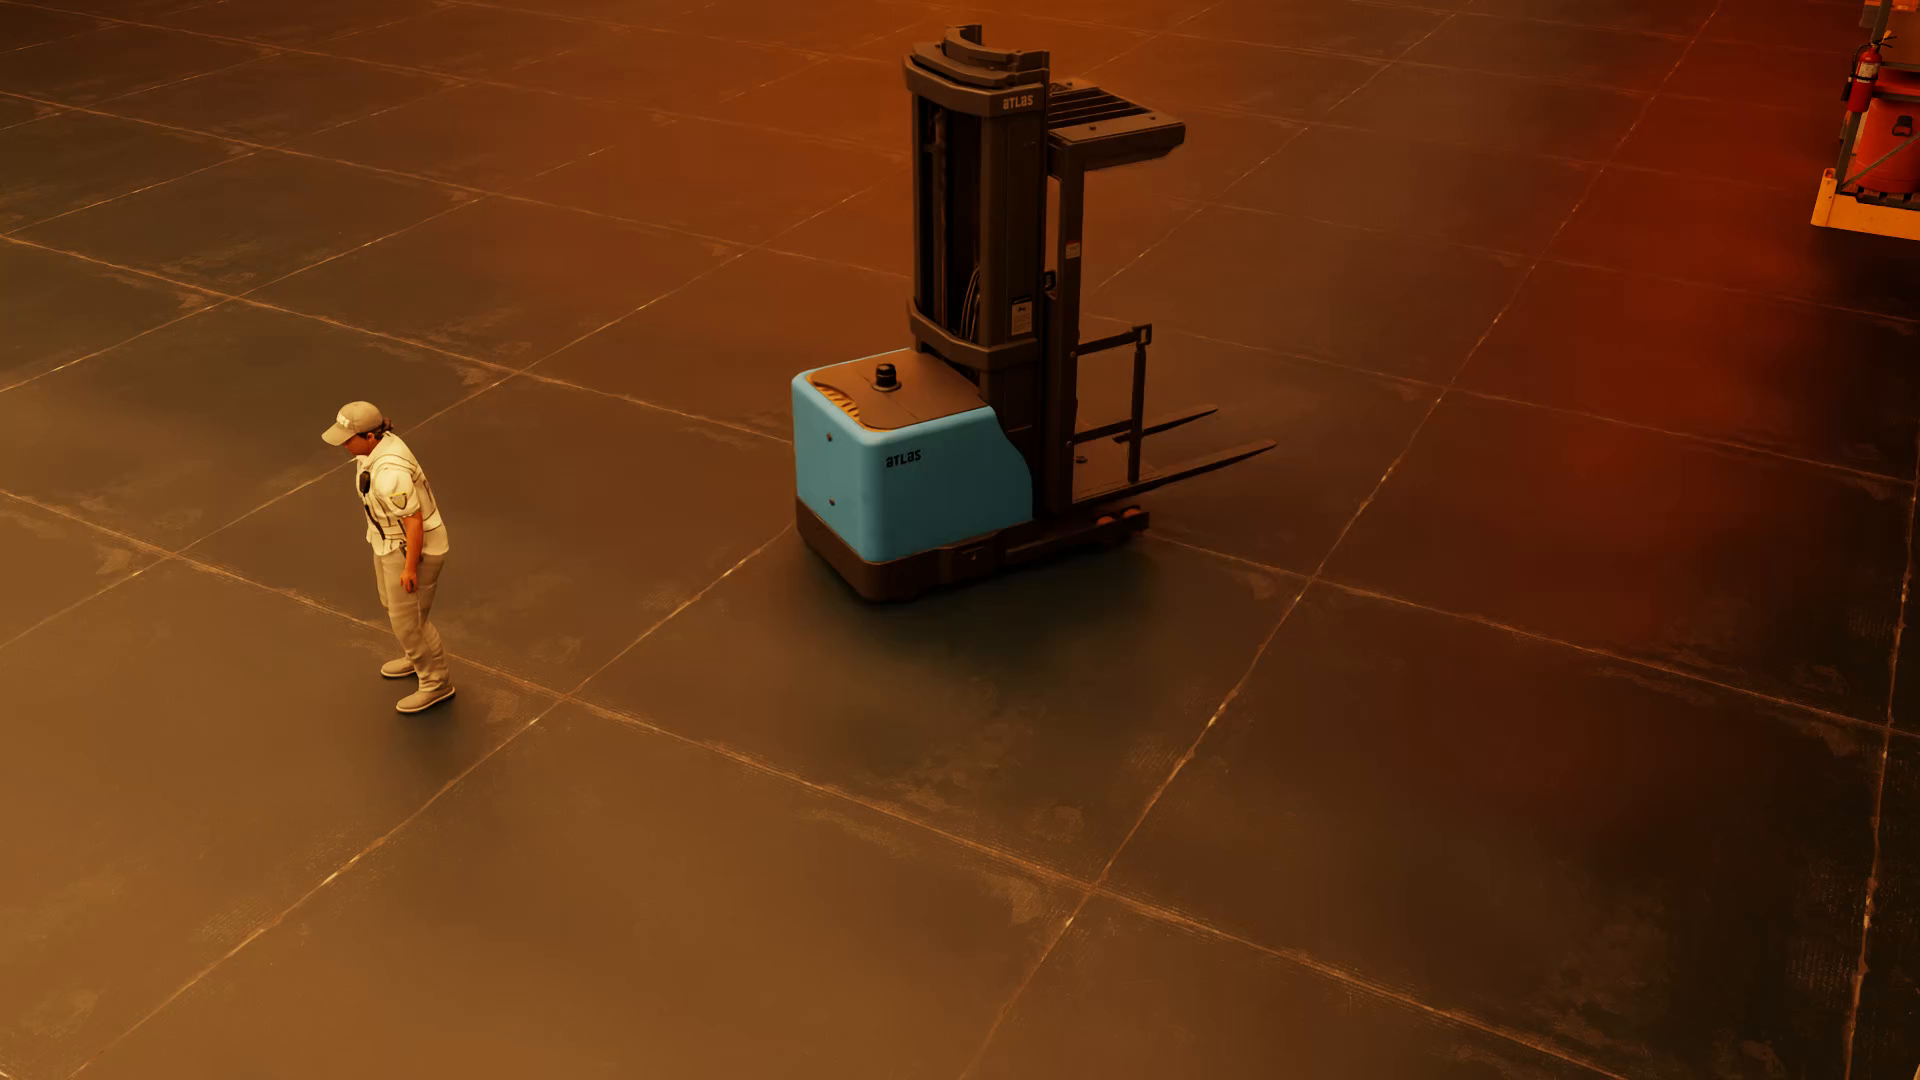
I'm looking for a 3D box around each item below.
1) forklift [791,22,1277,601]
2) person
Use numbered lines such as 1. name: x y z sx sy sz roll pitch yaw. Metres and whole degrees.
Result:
1. forklift: 0.551 -1.454 9.590 3.031 2.935 1.130 -16 34 -26
2. person: -2.798 0.049 8.255 0.470 1.664 0.550 -16 34 -26
